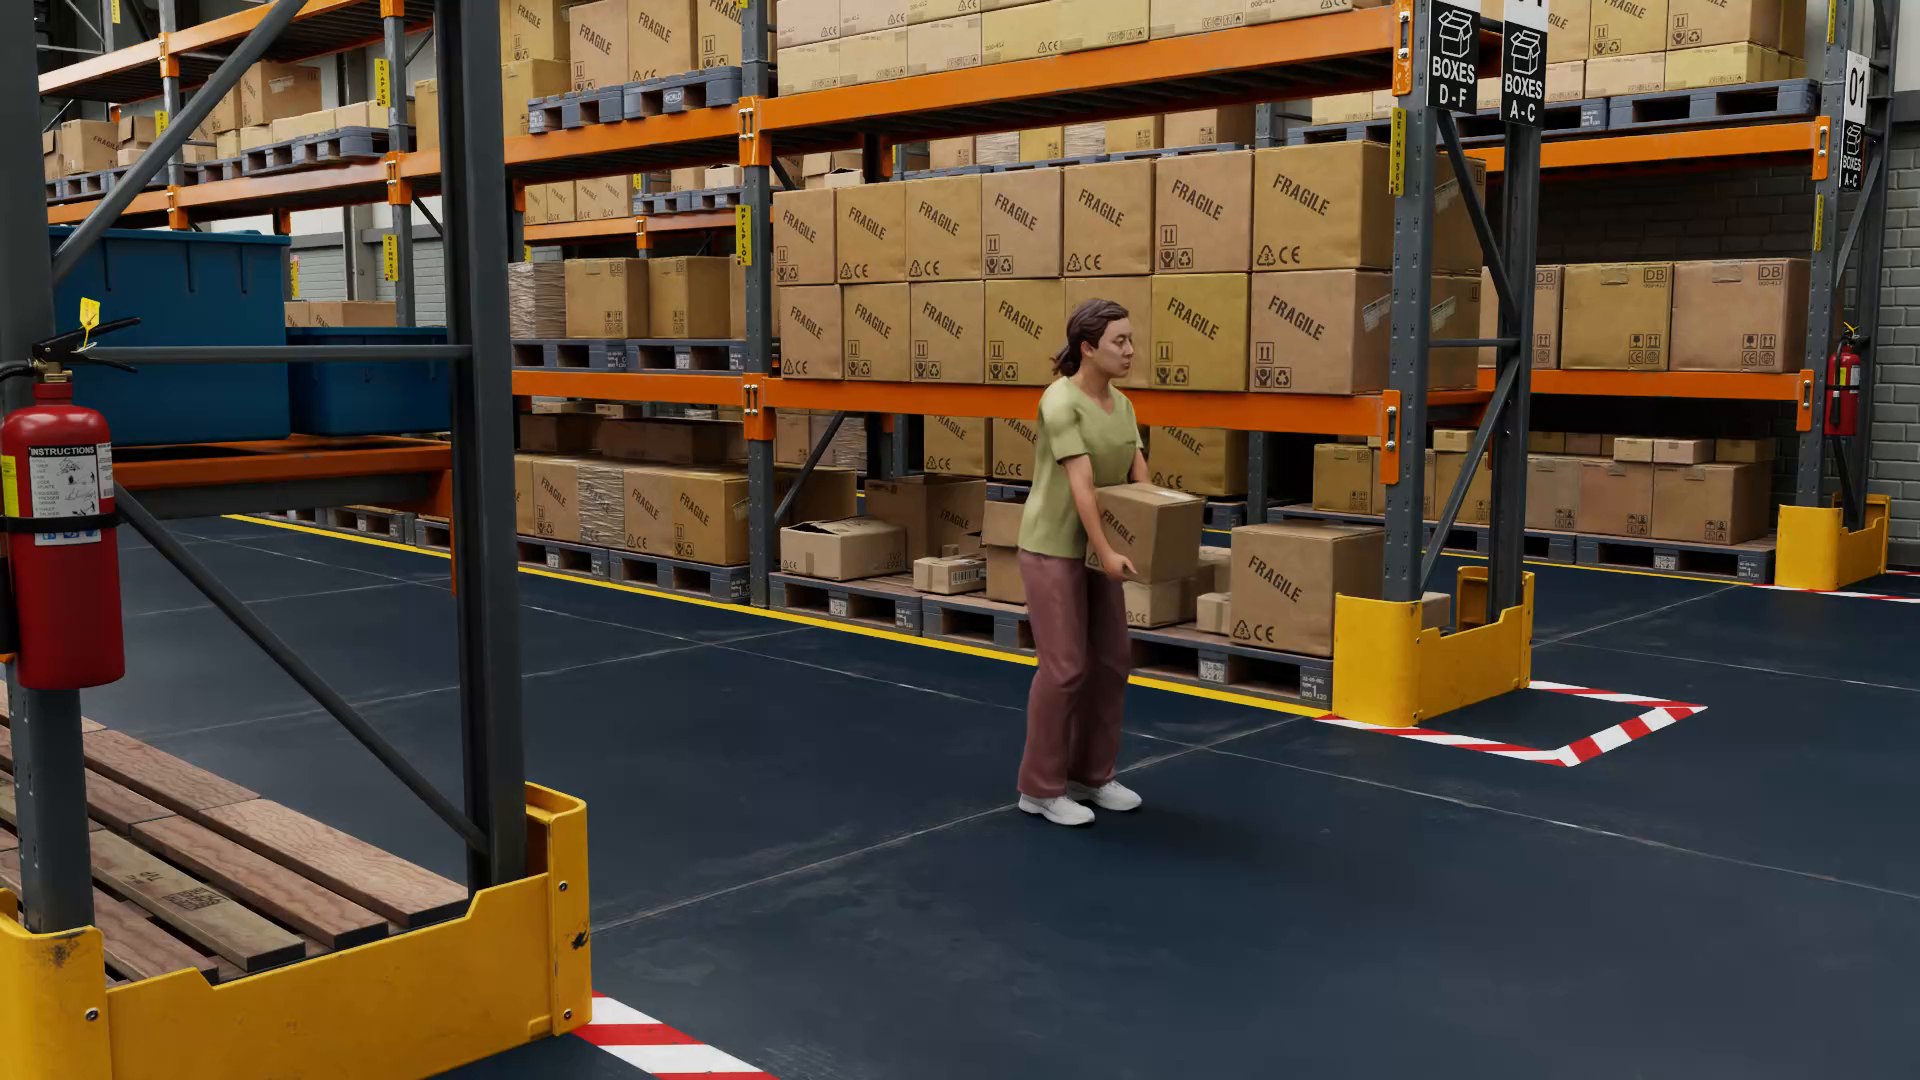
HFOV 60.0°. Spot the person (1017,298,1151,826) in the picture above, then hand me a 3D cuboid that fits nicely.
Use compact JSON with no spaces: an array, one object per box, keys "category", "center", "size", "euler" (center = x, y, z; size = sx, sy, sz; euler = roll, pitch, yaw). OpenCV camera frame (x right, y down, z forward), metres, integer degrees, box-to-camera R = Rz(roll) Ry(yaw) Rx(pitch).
[{"category":"person","center":[0.444,0.070,5.294],"size":[0.512,1.661,0.409],"euler":[7,10,42]}]
